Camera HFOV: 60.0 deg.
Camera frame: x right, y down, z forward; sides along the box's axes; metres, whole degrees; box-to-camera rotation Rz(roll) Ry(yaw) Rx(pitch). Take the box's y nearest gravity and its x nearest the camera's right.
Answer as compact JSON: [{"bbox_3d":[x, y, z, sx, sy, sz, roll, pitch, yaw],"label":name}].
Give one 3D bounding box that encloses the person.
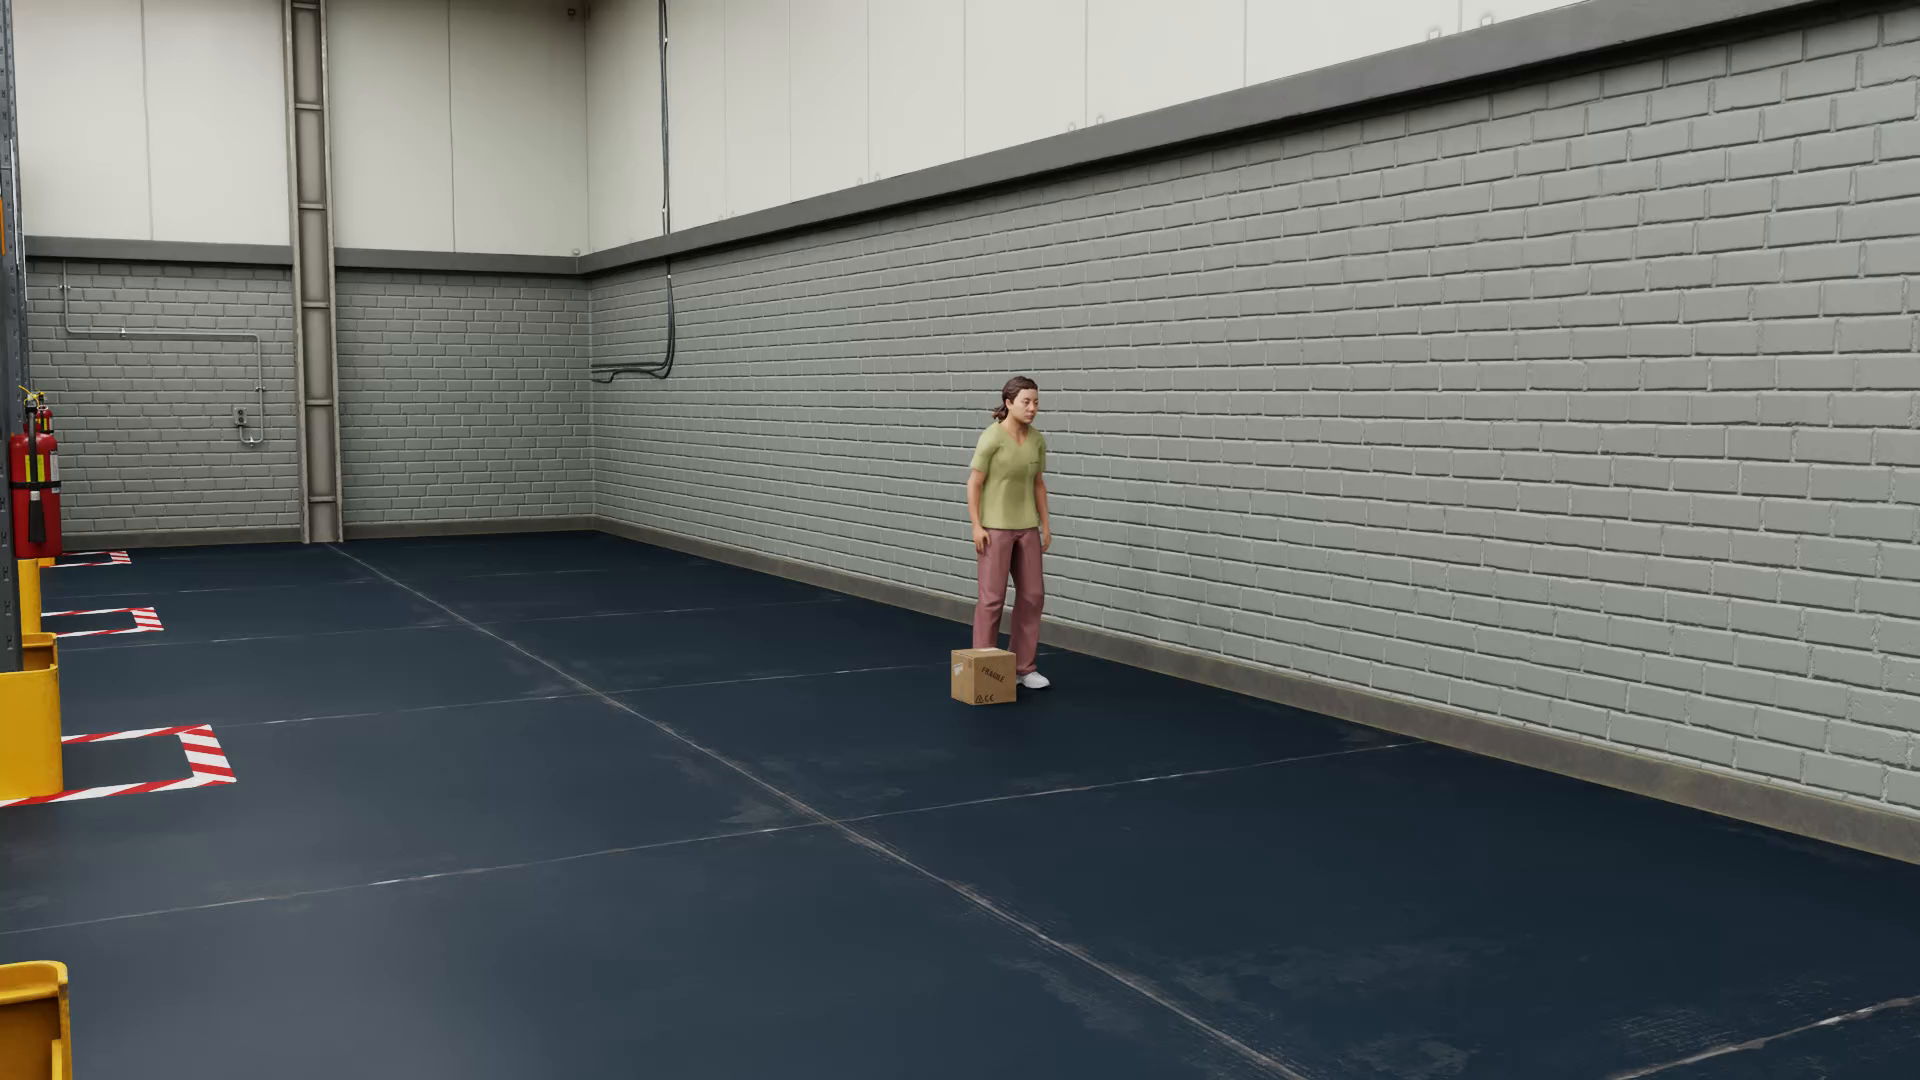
[{"bbox_3d":[0.275,-0.038,8.891,0.522,1.672,0.356,-3,6,-32],"label":"person"}]
